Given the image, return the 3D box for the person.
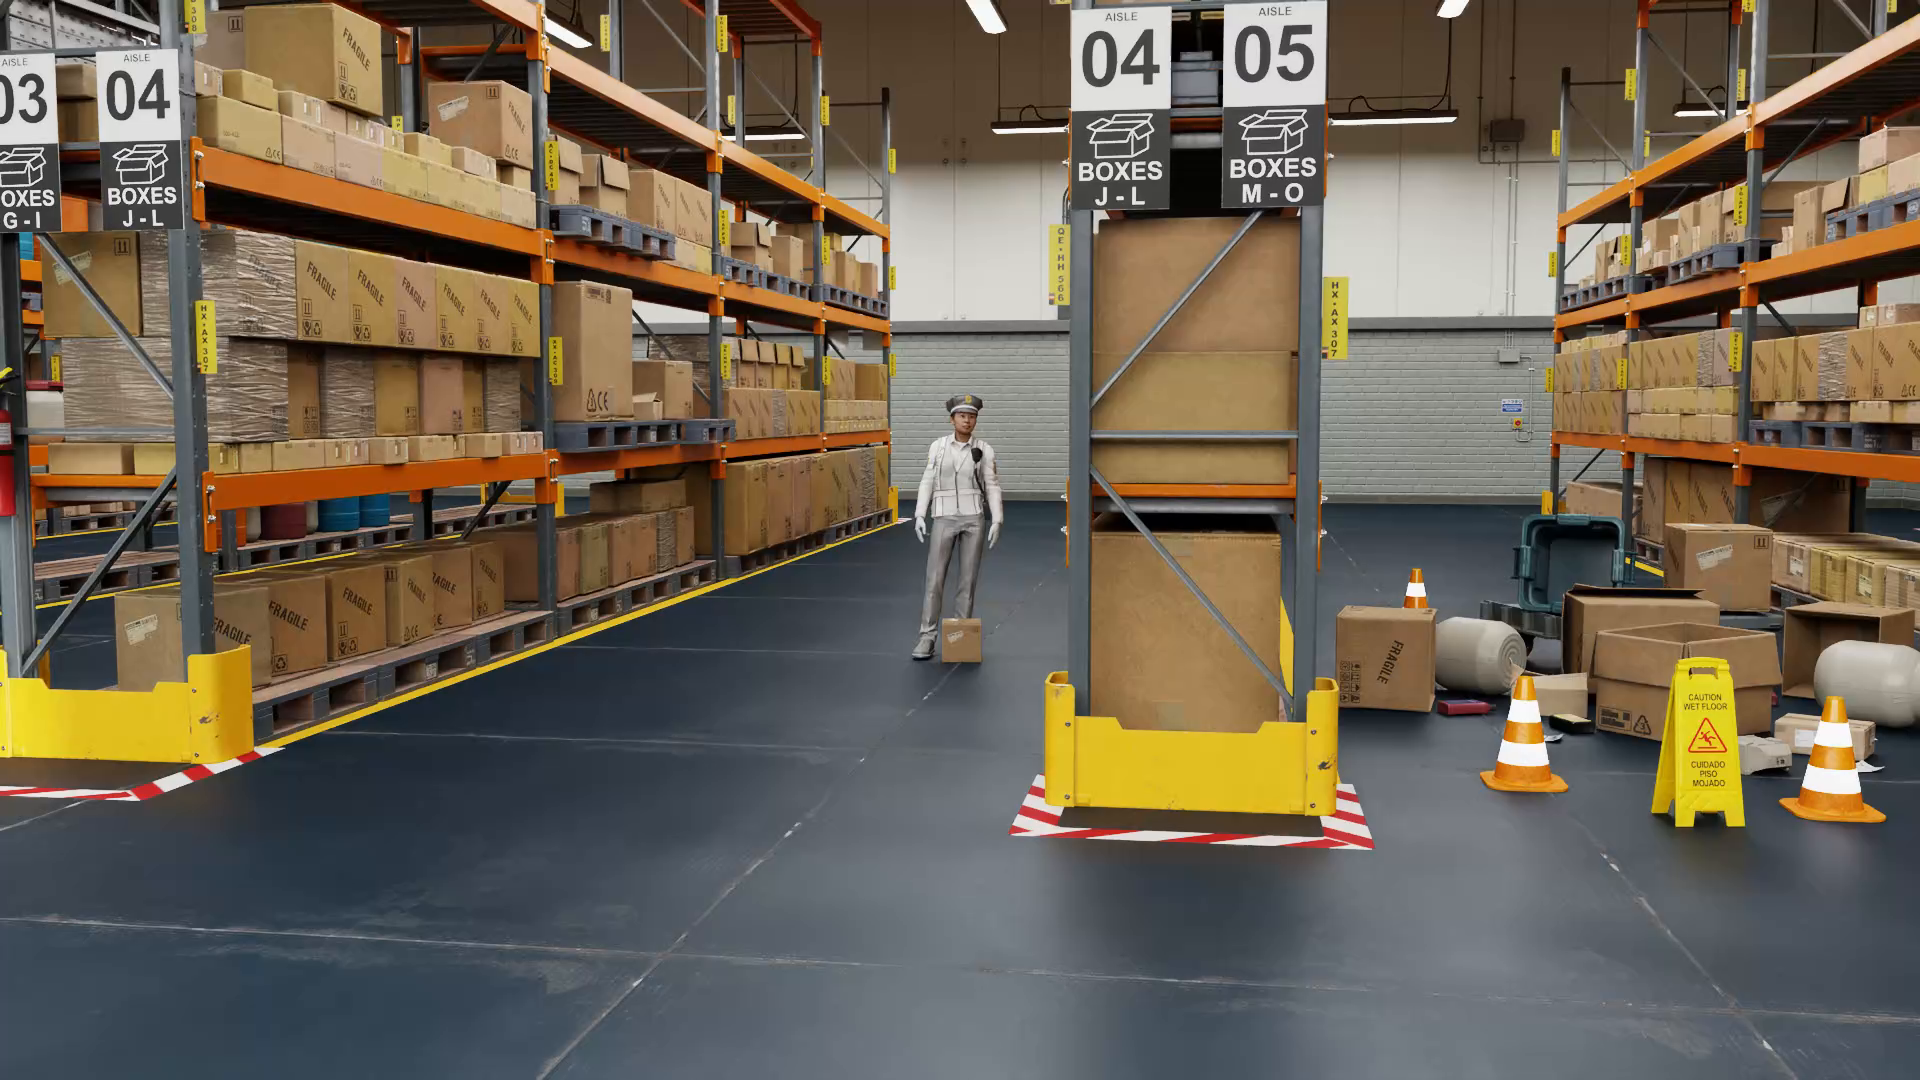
[{"bbox_3d":[-0.011,-0.100,10.830,0.588,1.697,0.534,0,5,2],"label":"person"}]
